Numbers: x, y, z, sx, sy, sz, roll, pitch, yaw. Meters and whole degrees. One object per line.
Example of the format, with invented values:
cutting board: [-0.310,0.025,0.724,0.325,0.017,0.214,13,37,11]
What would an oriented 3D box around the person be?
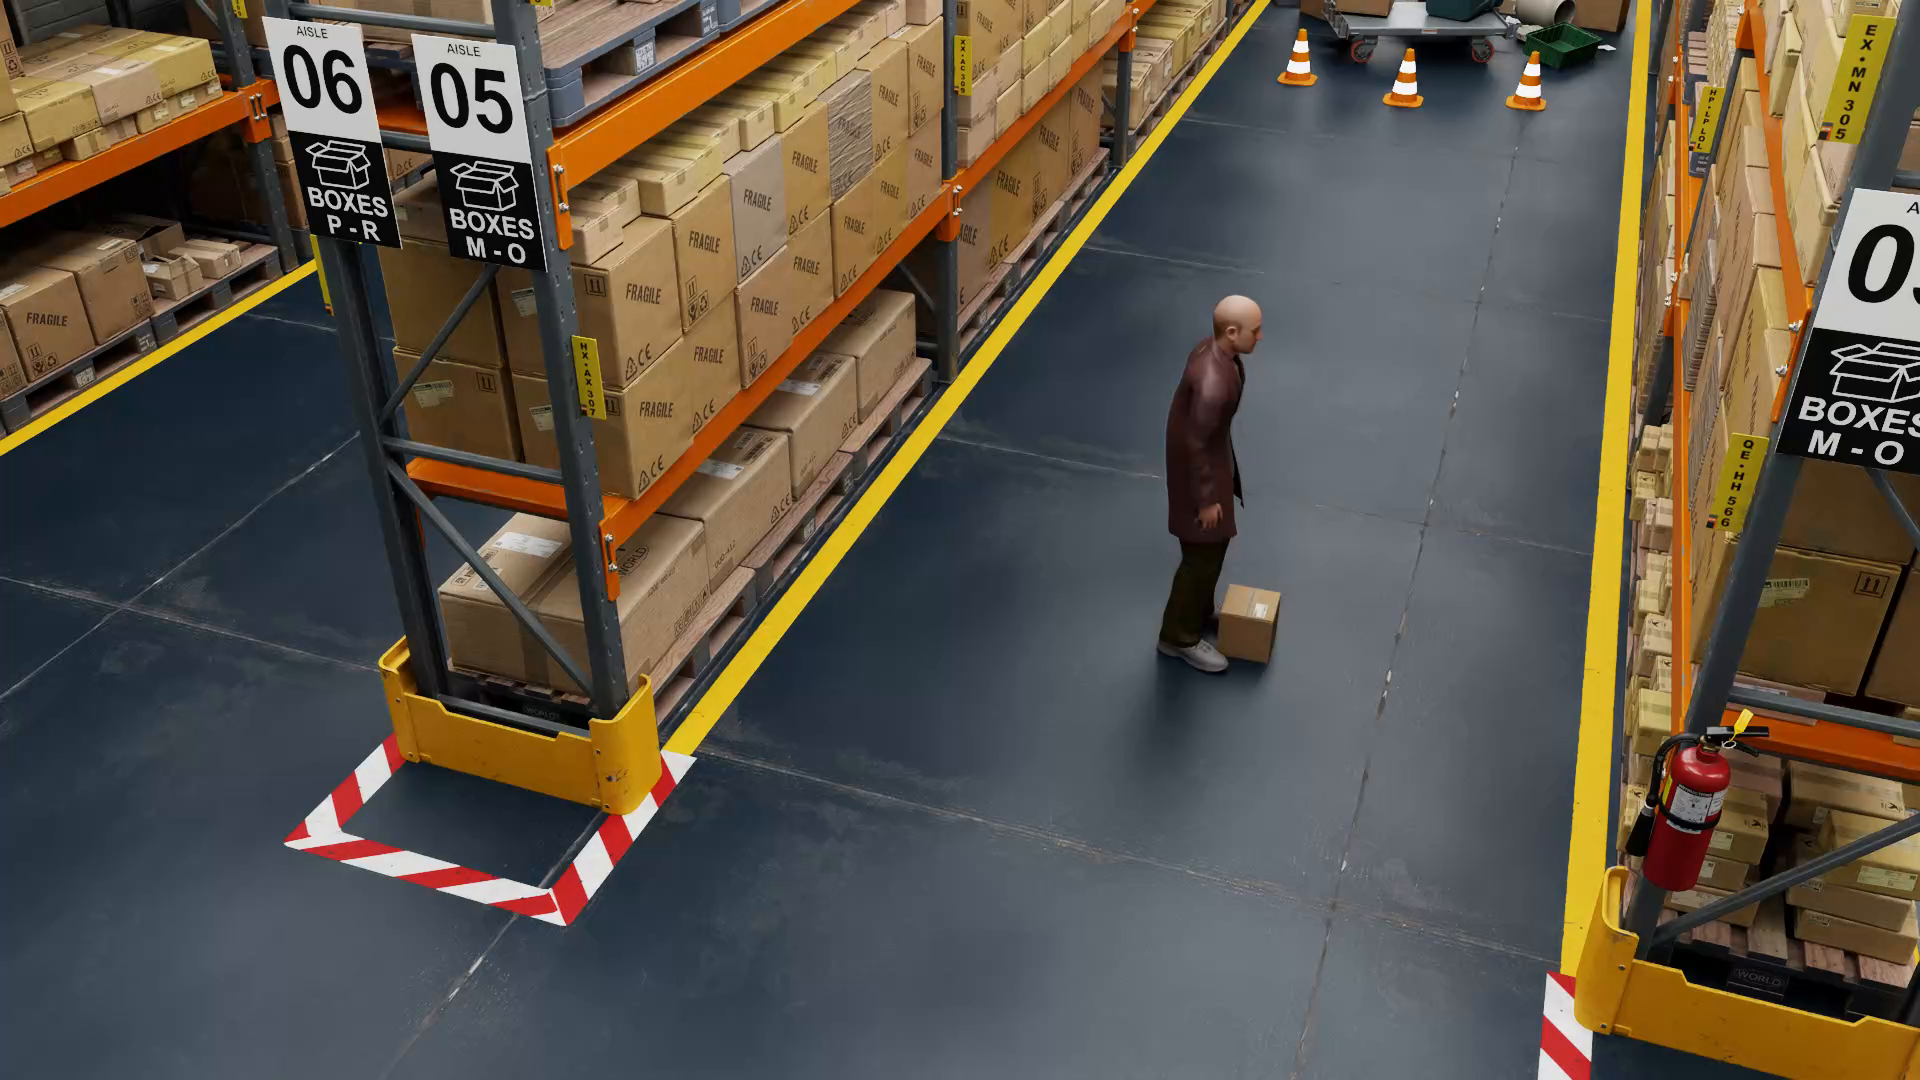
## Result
person: [1.144,-0.292,7.607,0.428,1.773,0.650,9,34,14]
